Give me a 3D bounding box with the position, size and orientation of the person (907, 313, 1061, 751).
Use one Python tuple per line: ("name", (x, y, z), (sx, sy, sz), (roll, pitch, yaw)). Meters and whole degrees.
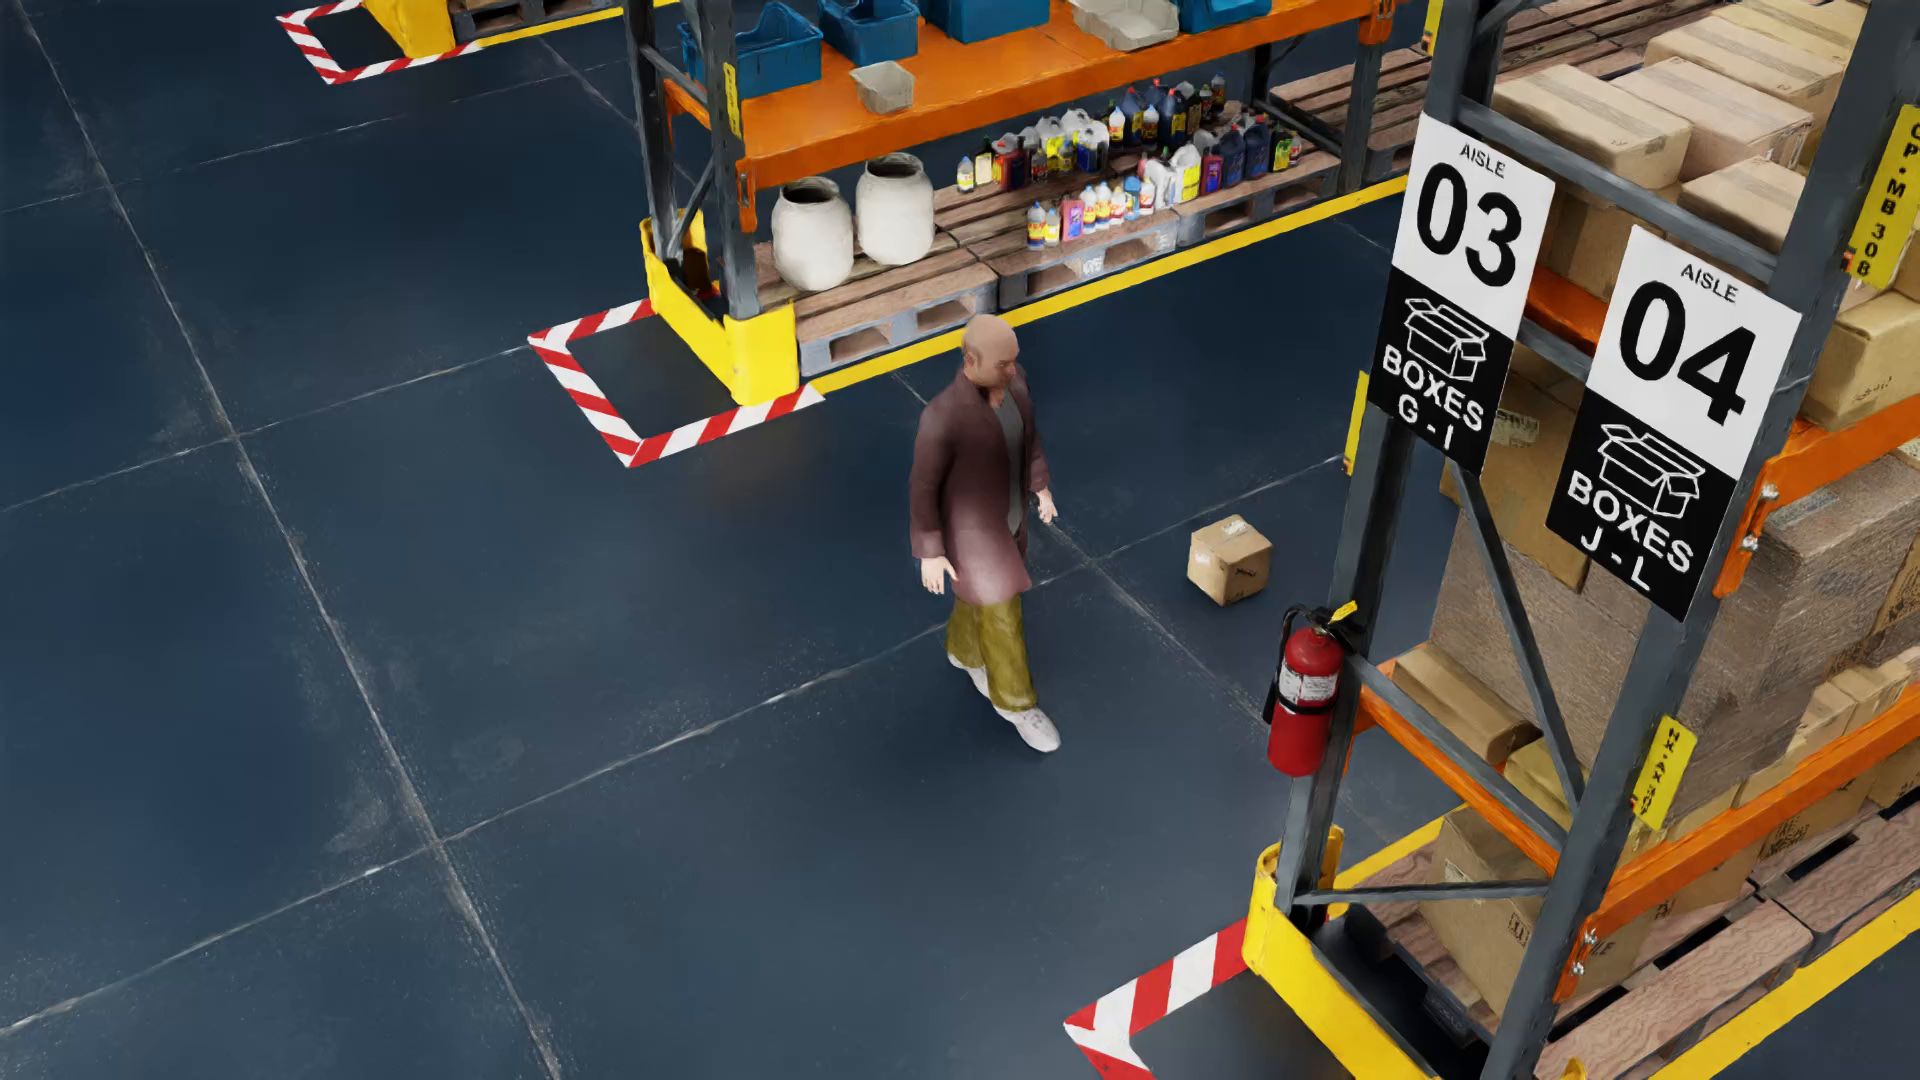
("person", (0.187, -0.038, 6.198), (0.663, 1.779, 0.690), (20, 44, 22))
